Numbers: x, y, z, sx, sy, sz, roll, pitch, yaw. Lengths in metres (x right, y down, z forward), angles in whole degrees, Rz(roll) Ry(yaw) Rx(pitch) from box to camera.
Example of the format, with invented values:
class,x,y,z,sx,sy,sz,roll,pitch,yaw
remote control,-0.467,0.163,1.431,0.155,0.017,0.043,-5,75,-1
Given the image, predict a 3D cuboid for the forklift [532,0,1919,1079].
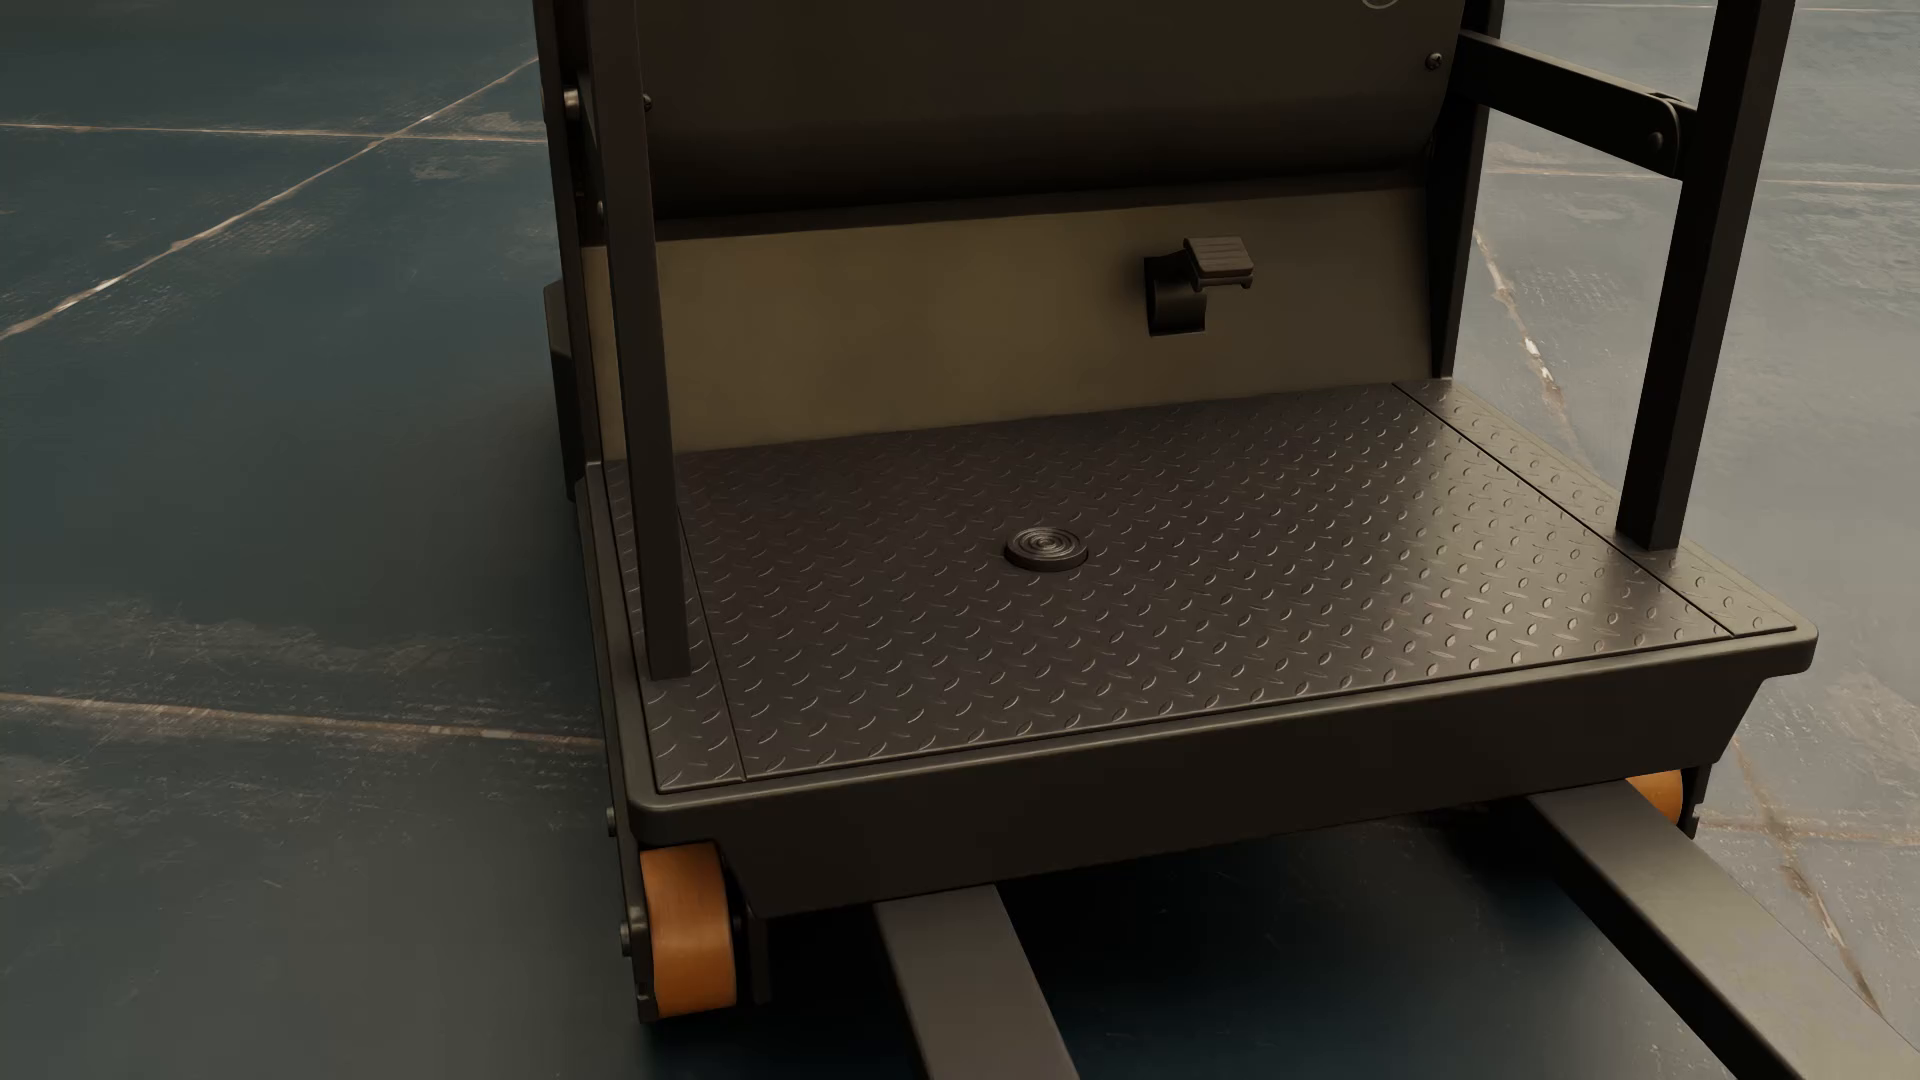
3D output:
class,x,y,z,sx,sy,sz,roll,pitch,yaw
forklift,0.153,-1.049,1.319,1.130,2.935,3.031,-7,27,-13
